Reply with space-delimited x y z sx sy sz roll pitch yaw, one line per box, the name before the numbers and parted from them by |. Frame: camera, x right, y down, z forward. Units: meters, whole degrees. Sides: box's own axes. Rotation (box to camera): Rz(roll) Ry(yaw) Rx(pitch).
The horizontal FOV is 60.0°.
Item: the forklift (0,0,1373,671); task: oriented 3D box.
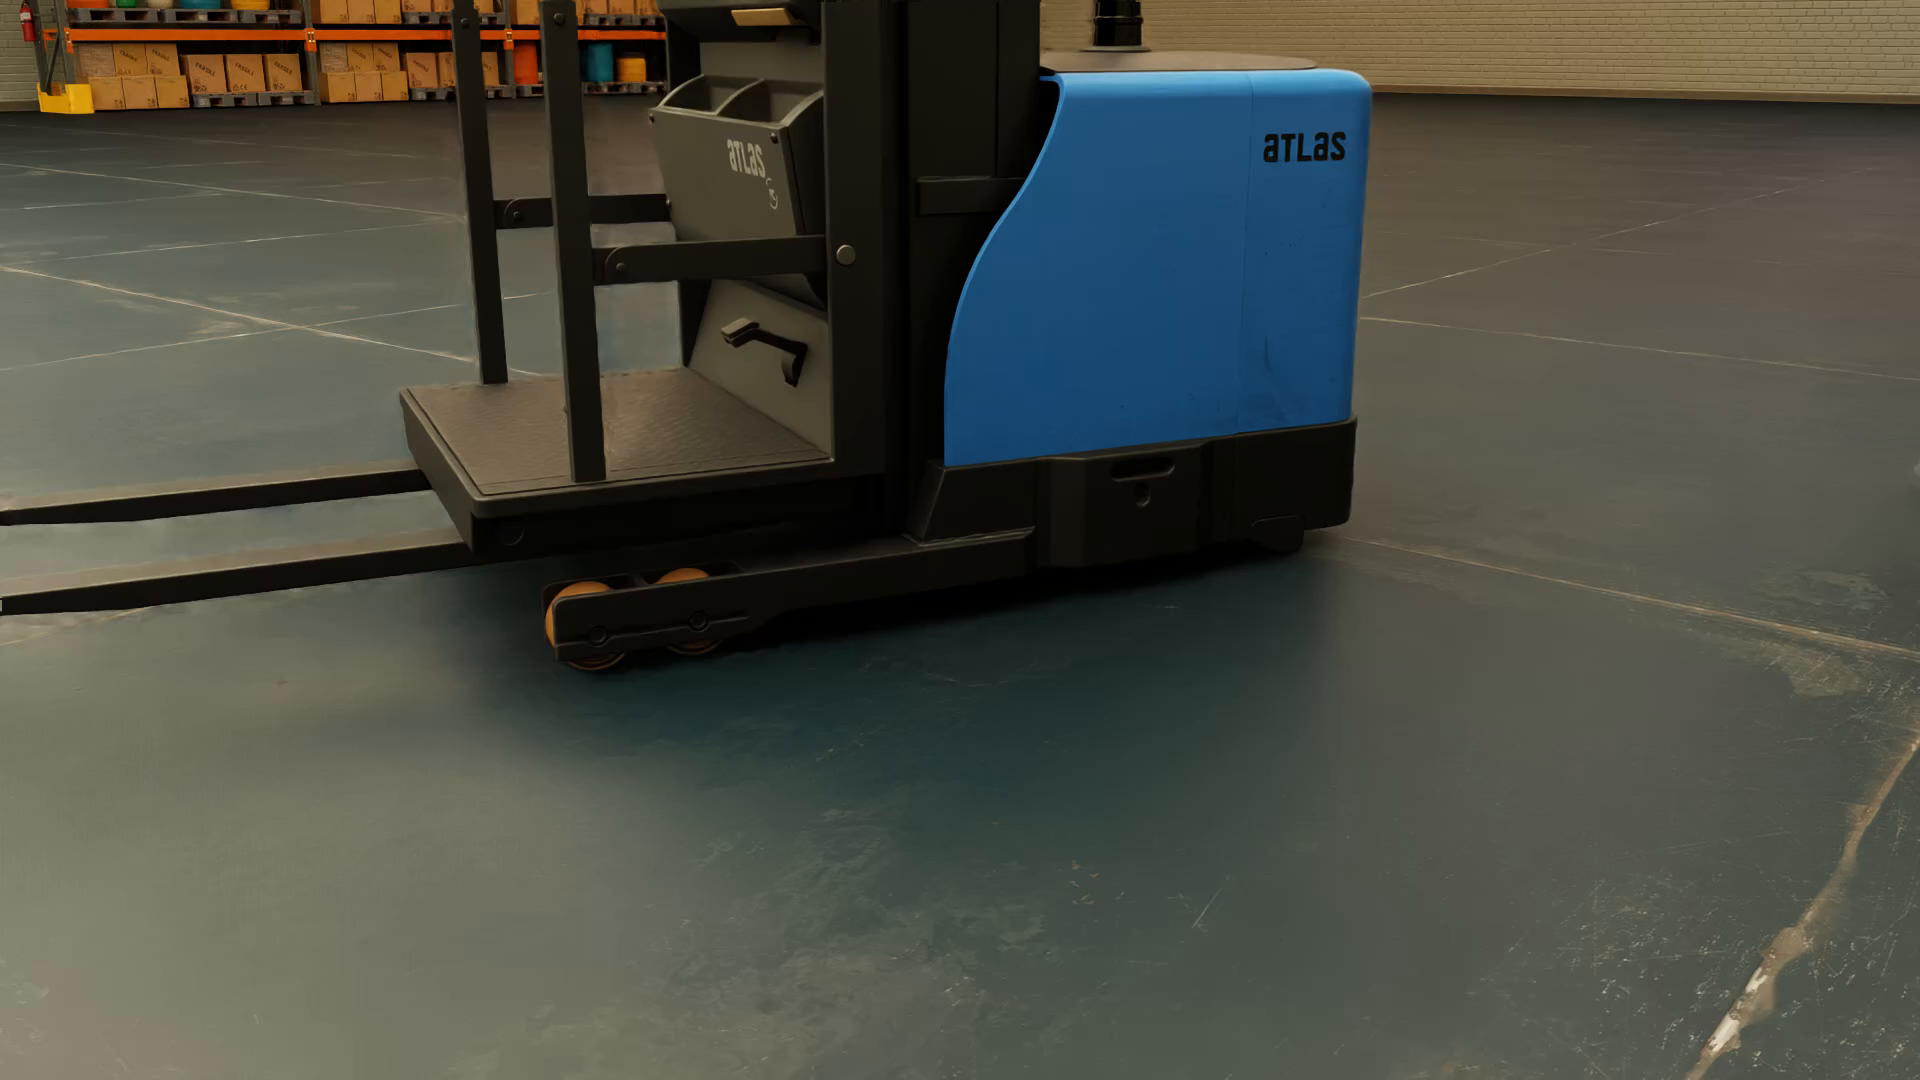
forklift | -0.651 -1.330 3.279 3.031 2.935 1.130 -8 18 -24
